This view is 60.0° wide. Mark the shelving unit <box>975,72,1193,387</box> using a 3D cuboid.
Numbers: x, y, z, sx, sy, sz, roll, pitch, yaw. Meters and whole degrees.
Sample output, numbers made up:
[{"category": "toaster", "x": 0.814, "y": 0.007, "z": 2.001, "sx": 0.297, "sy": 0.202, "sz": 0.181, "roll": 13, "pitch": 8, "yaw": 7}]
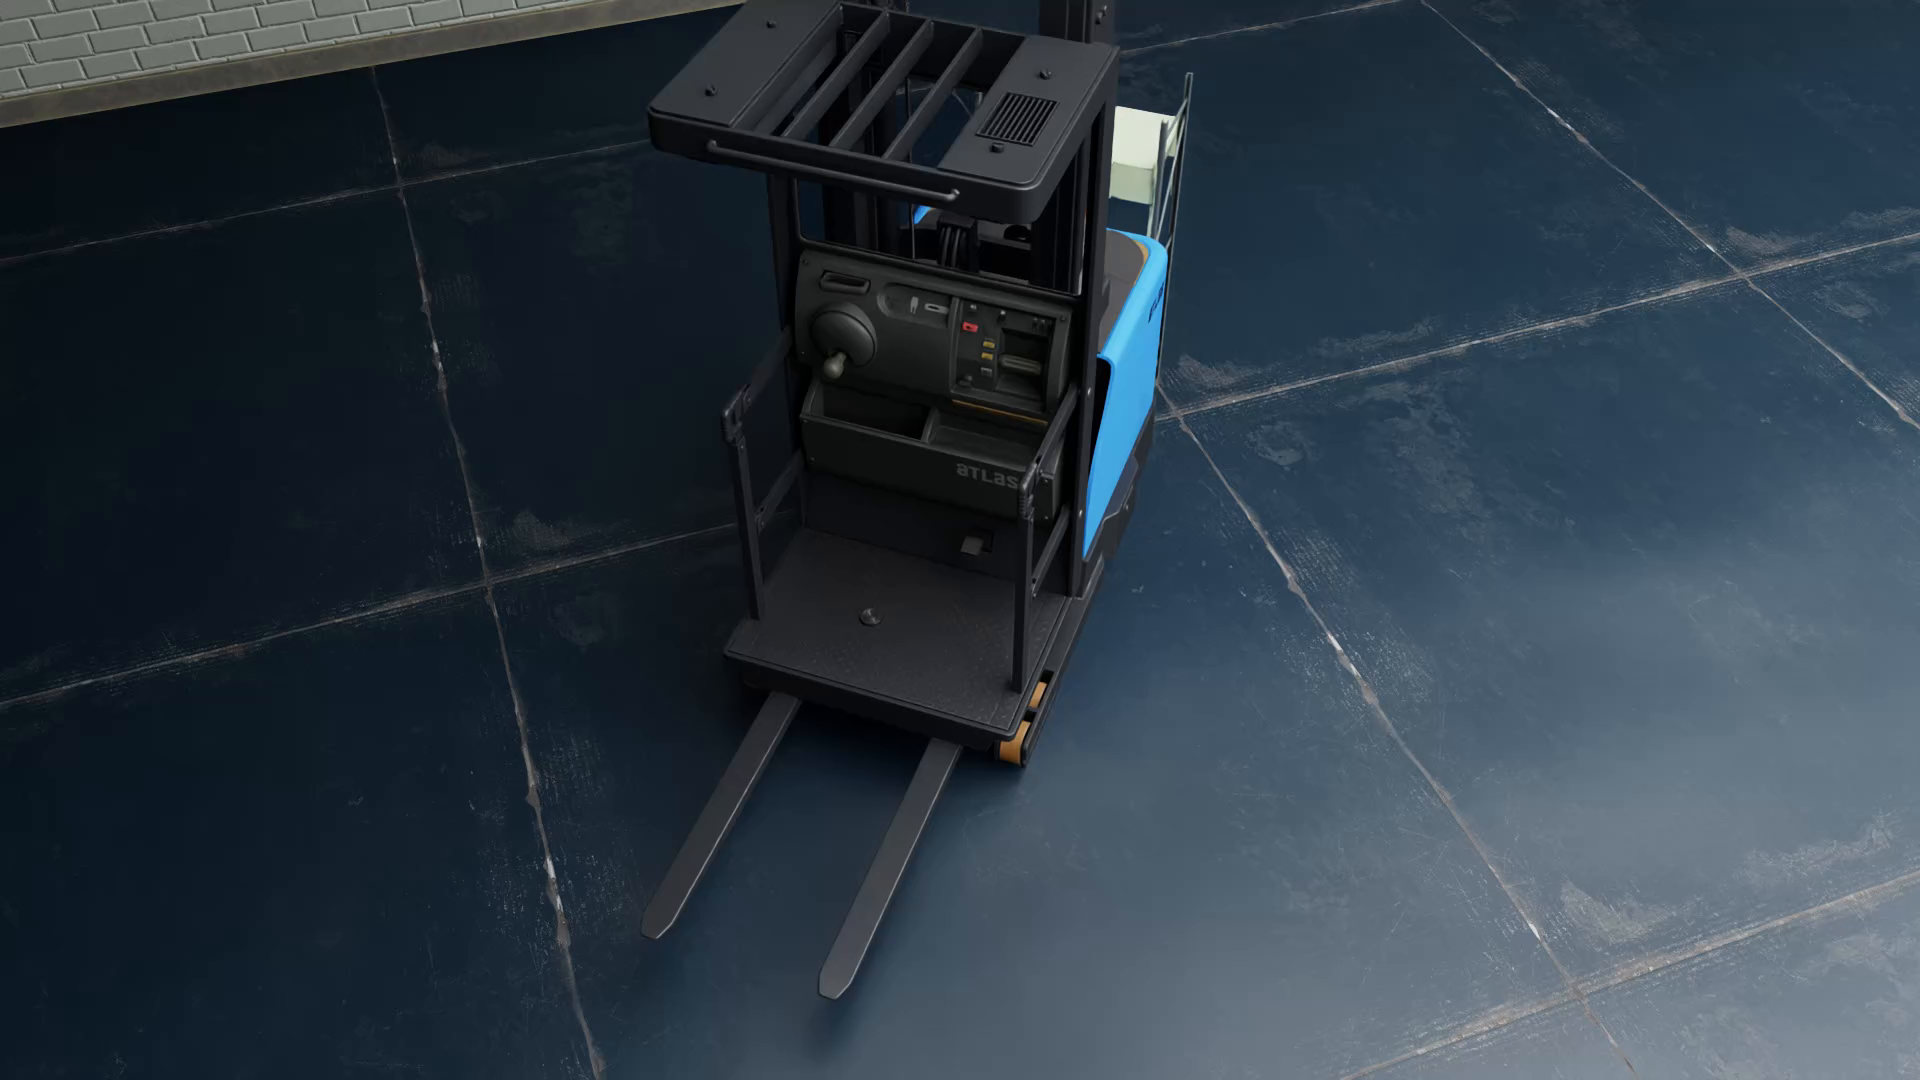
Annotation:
[{"category": "shelving unit", "x": 0.477, "y": -1.231, "z": 6.915, "sx": 0.755, "sy": 1.500, "sz": 0.431, "roll": 15, "pitch": 46, "yaw": 14}]

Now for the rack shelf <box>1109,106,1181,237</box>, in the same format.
[{"category": "rack shelf", "x": 0.478, "y": -1.510, "z": 6.641, "sx": 0.720, "sy": 0.370, "sz": 0.431, "roll": 15, "pitch": 46, "yaw": 14}]

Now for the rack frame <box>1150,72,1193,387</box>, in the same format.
[{"category": "rack frame", "x": 0.820, "y": -1.142, "z": 6.826, "sx": 0.023, "sy": 1.500, "sz": 0.400, "roll": 15, "pitch": 46, "yaw": 14}]

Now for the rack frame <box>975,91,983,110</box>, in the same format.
[{"category": "rack frame", "x": 0.133, "y": -1.320, "z": 7.004, "sx": 0.023, "sy": 1.500, "sz": 0.400, "roll": 15, "pitch": 46, "yaw": 14}]

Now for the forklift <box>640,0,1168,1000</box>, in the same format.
[{"category": "forklift", "x": -0.170, "y": -0.569, "z": 5.248, "sx": 1.130, "sy": 2.935, "sz": 3.031, "roll": 15, "pitch": 47, "yaw": 14}]
